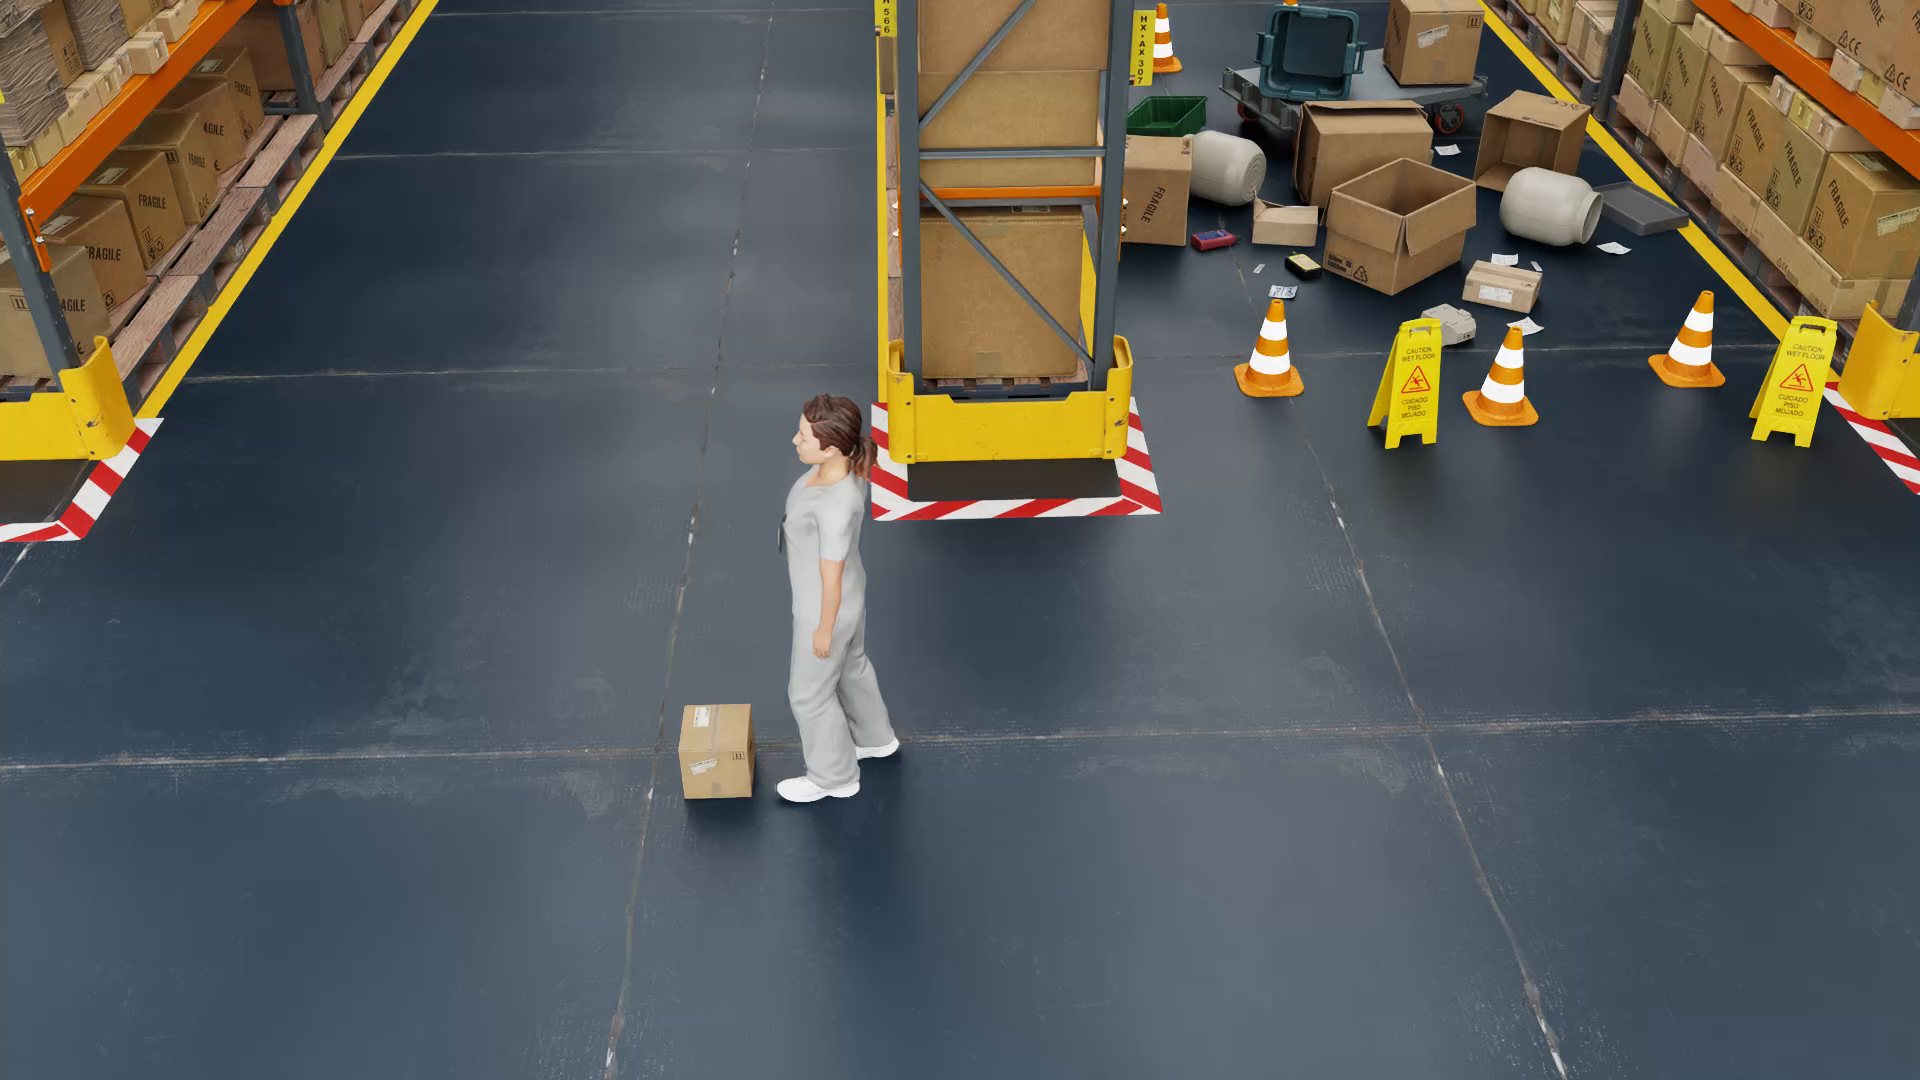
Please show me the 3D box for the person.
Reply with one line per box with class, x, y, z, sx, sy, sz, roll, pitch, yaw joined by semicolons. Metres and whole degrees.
person;-0.459;0.238;5.867;0.455;1.714;0.438;-1;35;-1
